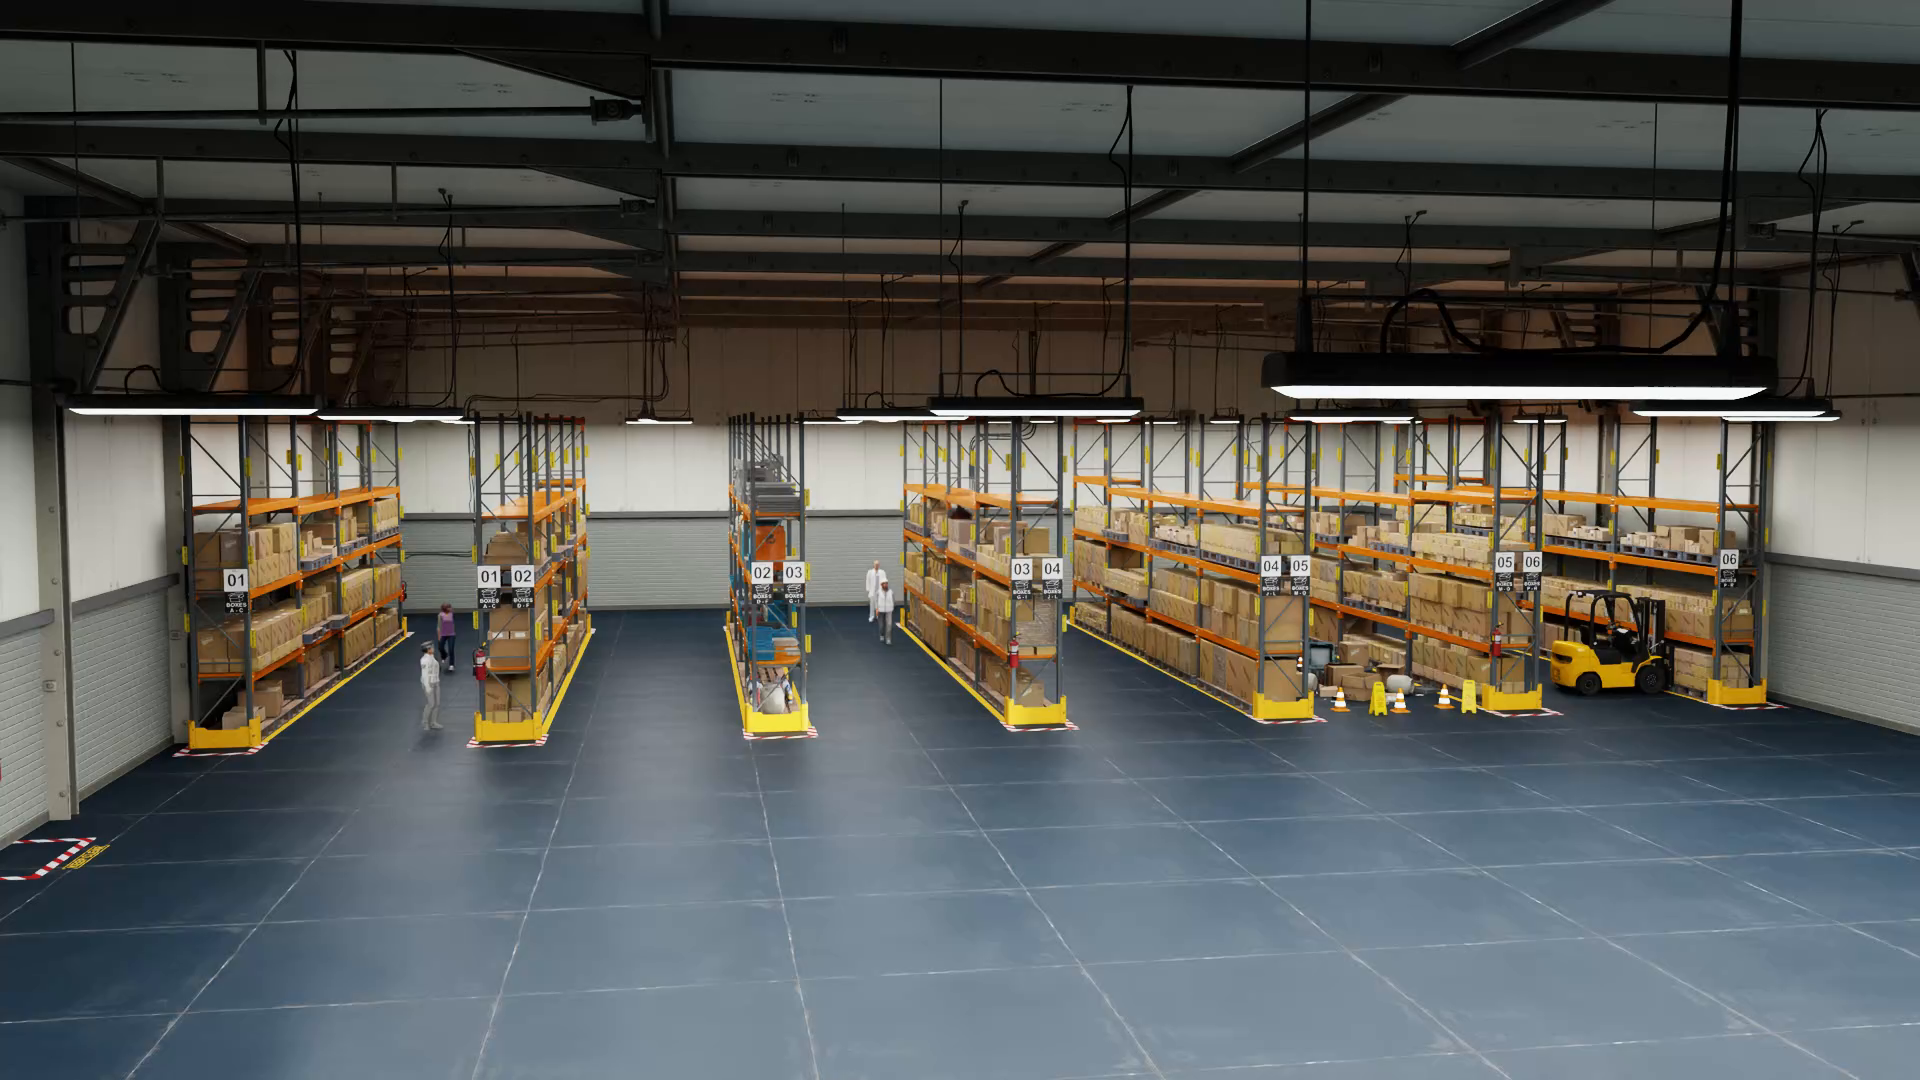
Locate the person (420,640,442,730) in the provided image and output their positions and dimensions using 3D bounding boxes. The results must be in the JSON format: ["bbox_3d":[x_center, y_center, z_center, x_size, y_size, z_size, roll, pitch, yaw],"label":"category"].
[{"bbox_3d":[-10.048,2.780,31.615,0.387,1.757,0.546,1,4,14],"label":"person"}]

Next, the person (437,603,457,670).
[{"bbox_3d":[-12.064,2.255,39.127,0.440,1.595,0.473,-1,4,-12],"label":"person"}]

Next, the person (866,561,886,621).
[{"bbox_3d":[-2.458,1.595,49.112,0.623,1.528,1.032,0,4,-3],"label":"person"}]

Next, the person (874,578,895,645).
[{"bbox_3d":[-1.984,1.875,43.882,0.549,1.732,0.977,0,4,-4],"label":"person"}]
